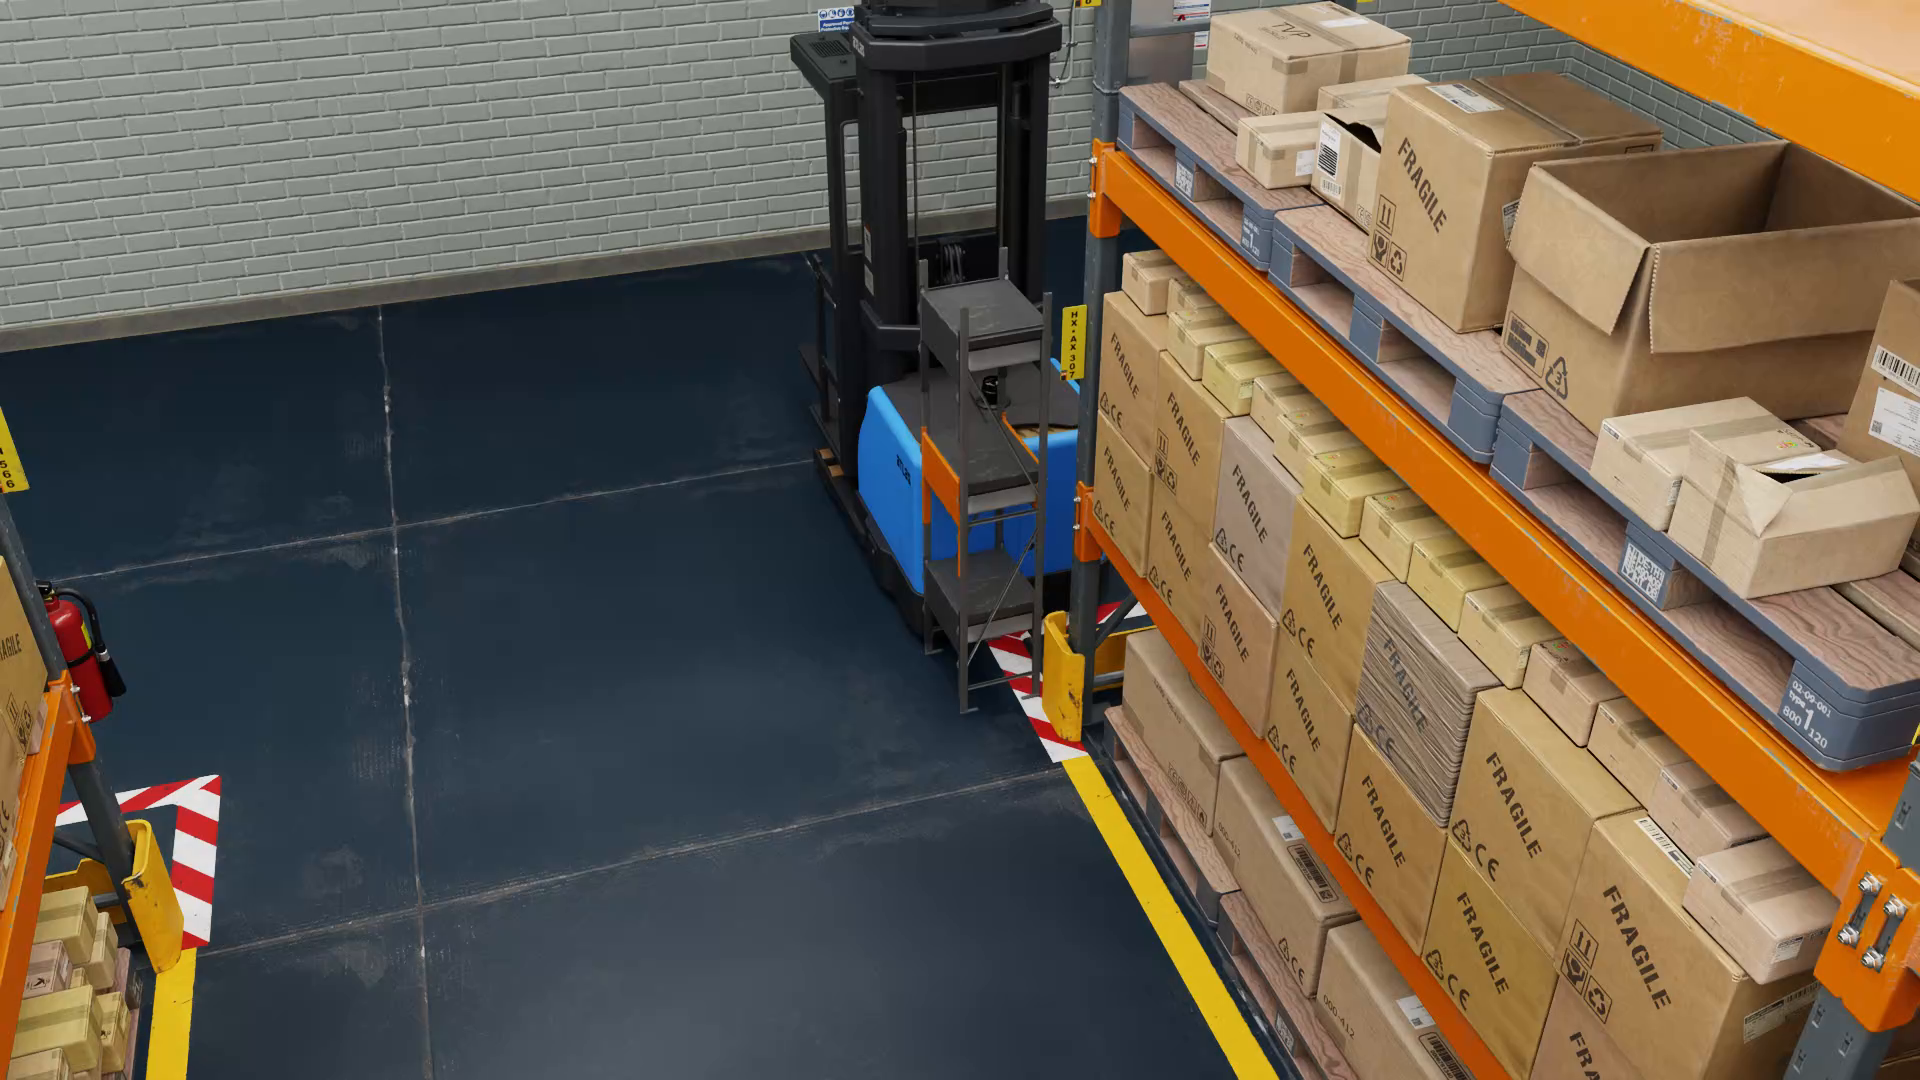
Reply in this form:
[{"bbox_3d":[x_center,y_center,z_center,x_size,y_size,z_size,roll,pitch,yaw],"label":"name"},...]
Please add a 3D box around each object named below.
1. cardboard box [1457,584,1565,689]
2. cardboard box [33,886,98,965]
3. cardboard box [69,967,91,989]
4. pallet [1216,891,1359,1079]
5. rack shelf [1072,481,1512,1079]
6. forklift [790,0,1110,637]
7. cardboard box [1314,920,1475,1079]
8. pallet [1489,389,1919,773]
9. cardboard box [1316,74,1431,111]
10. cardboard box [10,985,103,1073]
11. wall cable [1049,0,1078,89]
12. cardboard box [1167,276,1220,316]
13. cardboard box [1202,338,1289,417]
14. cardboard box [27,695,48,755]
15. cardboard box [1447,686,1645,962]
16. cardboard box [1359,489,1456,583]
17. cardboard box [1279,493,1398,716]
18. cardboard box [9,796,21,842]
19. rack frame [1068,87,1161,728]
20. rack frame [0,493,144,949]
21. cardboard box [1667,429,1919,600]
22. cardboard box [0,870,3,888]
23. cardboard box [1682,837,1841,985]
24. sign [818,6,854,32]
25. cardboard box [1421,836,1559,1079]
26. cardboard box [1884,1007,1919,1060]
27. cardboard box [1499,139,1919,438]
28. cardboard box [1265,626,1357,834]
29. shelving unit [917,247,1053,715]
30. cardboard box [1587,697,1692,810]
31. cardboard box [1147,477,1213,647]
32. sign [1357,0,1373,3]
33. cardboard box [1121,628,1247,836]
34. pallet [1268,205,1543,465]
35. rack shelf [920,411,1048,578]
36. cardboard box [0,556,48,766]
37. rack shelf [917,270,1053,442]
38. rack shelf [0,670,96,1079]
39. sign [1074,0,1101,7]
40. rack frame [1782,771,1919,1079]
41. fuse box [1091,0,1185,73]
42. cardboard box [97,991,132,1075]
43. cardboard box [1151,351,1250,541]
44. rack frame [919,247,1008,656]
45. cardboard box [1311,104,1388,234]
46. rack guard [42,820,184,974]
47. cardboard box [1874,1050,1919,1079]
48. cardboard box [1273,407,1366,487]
[{"bbox_3d":[1.561,0.231,4.412,0.380,0.149,0.250,-10,35,-15],"label":"cardboard box"},{"bbox_3d":[-3.293,1.400,5.895,0.380,0.149,0.250,-10,35,-14],"label":"cardboard box"},{"bbox_3d":[-3.235,1.665,5.765,0.380,0.149,0.250,-11,35,-16],"label":"cardboard box"},{"bbox_3d":[1.674,1.723,6.271,1.003,0.211,1.213,-10,35,-15],"label":"pallet"},{"bbox_3d":[1.597,0.864,5.694,1.077,0.370,4.000,-10,35,-15],"label":"rack shelf"},{"bbox_3d":[-0.207,-1.551,8.758,1.130,2.935,3.031,-11,35,-16],"label":"forklift"},{"bbox_3d":[1.844,1.690,5.735,0.875,0.438,0.875,-11,35,-16],"label":"cardboard box"},{"bbox_3d":[1.968,-0.032,3.757,1.003,0.211,1.213,-10,35,-15],"label":"pallet"},{"bbox_3d":[1.414,-1.422,5.536,0.380,0.149,0.250,-13,36,-18],"label":"cardboard box"},{"bbox_3d":[-3.071,1.657,5.507,0.380,0.149,0.250,-11,35,-16],"label":"cardboard box"},{"bbox_3d":[0.592,-4.111,11.649,0.588,1.984,0.122,-10,35,-15],"label":"wall cable"},{"bbox_3d":[0.979,-0.857,6.060,0.380,0.149,0.250,-9,35,-14],"label":"cardboard box"},{"bbox_3d":[1.047,-0.566,5.620,0.380,0.149,0.250,-11,35,-16],"label":"cardboard box"},{"bbox_3d":[-3.328,0.627,5.627,0.380,0.149,0.250,-10,35,-15],"label":"cardboard box"},{"bbox_3d":[1.653,0.686,4.313,0.500,0.500,0.500,-11,35,-15],"label":"cardboard box"},{"bbox_3d":[1.391,-0.032,4.812,0.380,0.149,0.250,-10,35,-15],"label":"cardboard box"},{"bbox_3d":[1.344,0.155,5.116,0.500,0.500,0.500,-10,35,-15],"label":"cardboard box"},{"bbox_3d":[-3.197,0.893,5.224,0.380,0.149,0.250,-10,35,-15],"label":"cardboard box"},{"bbox_3d":[0.987,-0.486,7.085,1.000,3.000,0.127,-10,35,-15],"label":"rack frame"},{"bbox_3d":[-3.696,0.399,5.745,1.000,3.000,0.127,-10,35,-15],"label":"rack frame"},{"bbox_3d":[1.708,-0.080,3.399,0.396,0.266,0.258,-9,34,-13],"label":"cardboard box"},{"bbox_3d":[-2.998,0.962,4.533,0.500,0.500,0.500,-10,35,-15],"label":"cardboard box"},{"bbox_3d":[1.810,0.776,3.588,0.380,0.149,0.250,-11,35,-16],"label":"cardboard box"},{"bbox_3d":[-0.820,-3.580,11.521,0.327,0.218,0.001,-10,35,-15],"label":"sign"},{"bbox_3d":[1.660,1.102,4.590,0.500,0.500,0.500,-11,35,-16],"label":"cardboard box"},{"bbox_3d":[2.293,0.864,4.043,0.500,0.500,0.500,-10,35,-14],"label":"cardboard box"},{"bbox_3d":[1.765,-0.600,3.971,0.797,0.503,0.637,-7,34,-11],"label":"cardboard box"},{"bbox_3d":[1.348,0.563,5.405,0.500,0.500,0.500,-9,34,-13],"label":"cardboard box"},{"bbox_3d":[0.102,-0.221,7.499,0.431,2.100,0.503,-12,35,-17],"label":"shelving unit"},{"bbox_3d":[1.766,0.487,4.026,0.380,0.149,0.250,-10,35,-15],"label":"cardboard box"},{"bbox_3d":[1.041,0.033,6.208,0.500,0.500,0.500,-10,35,-15],"label":"cardboard box"},{"bbox_3d":[1.508,-2.158,6.163,0.100,0.325,0.005,-10,35,-15],"label":"sign"},{"bbox_3d":[1.284,0.737,7.176,0.875,0.438,0.875,-11,35,-16],"label":"cardboard box"},{"bbox_3d":[1.599,-0.672,4.724,1.003,0.211,1.213,-10,35,-15],"label":"pallet"},{"bbox_3d":[0.102,-0.210,7.507,0.431,0.518,0.480,-12,35,-17],"label":"rack shelf"},{"bbox_3d":[-3.314,0.426,5.344,0.500,0.500,0.500,-9,35,-14],"label":"cardboard box"},{"bbox_3d":[0.102,-0.793,7.121,0.431,0.518,0.480,-12,35,-17],"label":"rack shelf"},{"bbox_3d":[-3.086,1.749,4.354,1.077,0.370,4.000,-10,35,-15],"label":"rack shelf"},{"bbox_3d":[0.457,-2.045,5.859,0.100,0.325,0.005,-10,35,-15],"label":"sign"},{"bbox_3d":[2.207,1.614,3.907,1.000,3.000,0.127,-10,35,-15],"label":"rack frame"},{"bbox_3d":[1.290,-3.182,12.333,0.539,1.711,0.414,-10,35,-15],"label":"fuse box"},{"bbox_3d":[-3.162,1.773,5.871,0.380,0.149,0.250,-9,35,-13],"label":"cardboard box"},{"bbox_3d":[1.027,-0.375,5.919,0.500,0.500,0.500,-11,35,-16],"label":"cardboard box"},{"bbox_3d":[0.016,-0.347,7.690,0.400,2.100,0.015,-12,35,-17],"label":"rack frame"},{"bbox_3d":[1.396,-1.123,4.937,0.500,0.311,0.500,-9,35,-14],"label":"cardboard box"},{"bbox_3d":[-3.673,1.482,6.374,1.175,0.500,0.348,-10,35,-15],"label":"rack guard"},{"bbox_3d":[2.313,1.282,4.319,0.500,0.500,0.500,-9,34,-13],"label":"cardboard box"},{"bbox_3d":[1.213,-0.299,5.216,0.380,0.149,0.250,-10,35,-14],"label":"cardboard box"}]
